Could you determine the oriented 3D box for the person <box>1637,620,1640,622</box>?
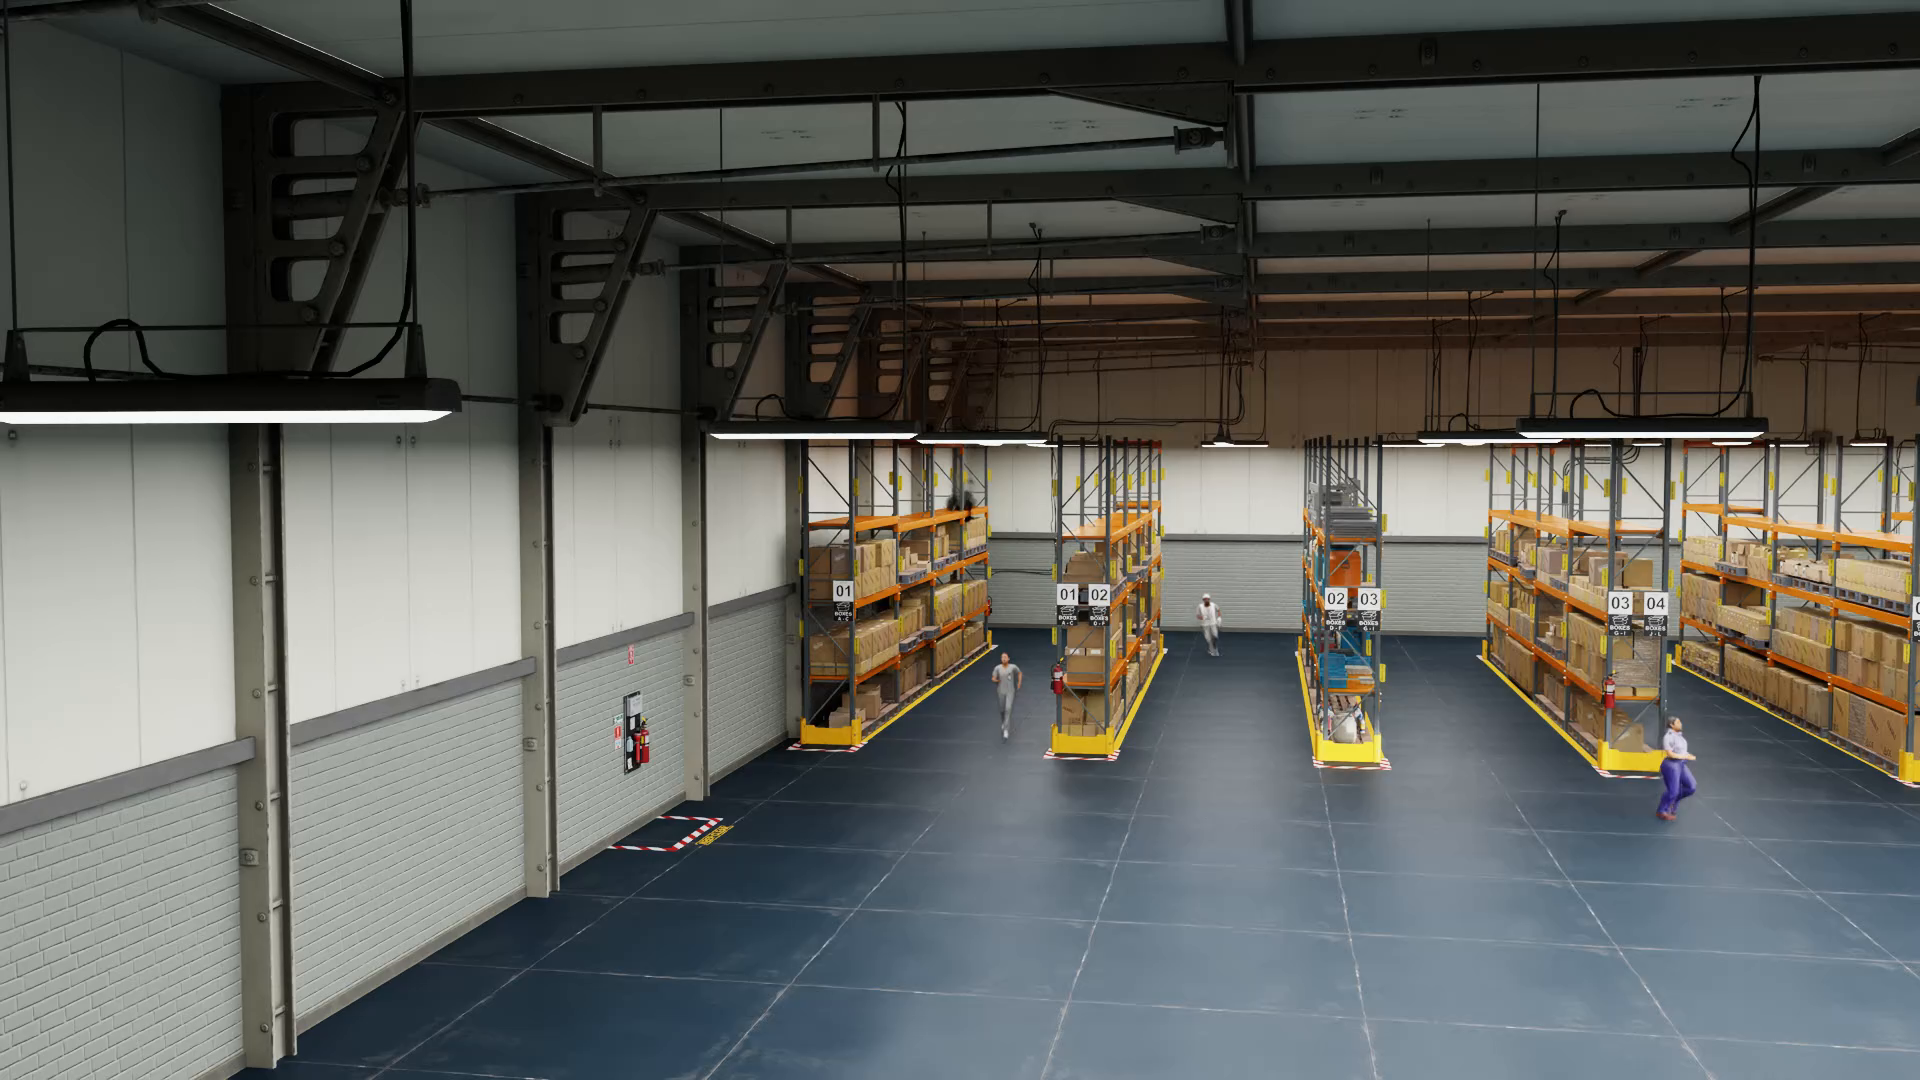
[{"bbox_3d":[16.174,2.740,39.766,0.680,1.800,0.752,0,3,7],"label":"person"}]

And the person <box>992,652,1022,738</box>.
[{"bbox_3d":[0.918,3.066,33.325,0.575,1.646,1.021,1,3,11],"label":"person"}]

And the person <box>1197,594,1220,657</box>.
[{"bbox_3d":[6.877,2.366,45.991,0.668,1.750,0.629,0,3,6],"label":"person"}]

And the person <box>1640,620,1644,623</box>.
[{"bbox_3d":[17.847,2.453,43.796,0.668,1.807,0.899,1,3,21],"label":"person"}]

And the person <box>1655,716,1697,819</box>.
[{"bbox_3d":[11.080,3.519,25.689,0.593,1.610,0.590,3,4,44],"label":"person"}]
